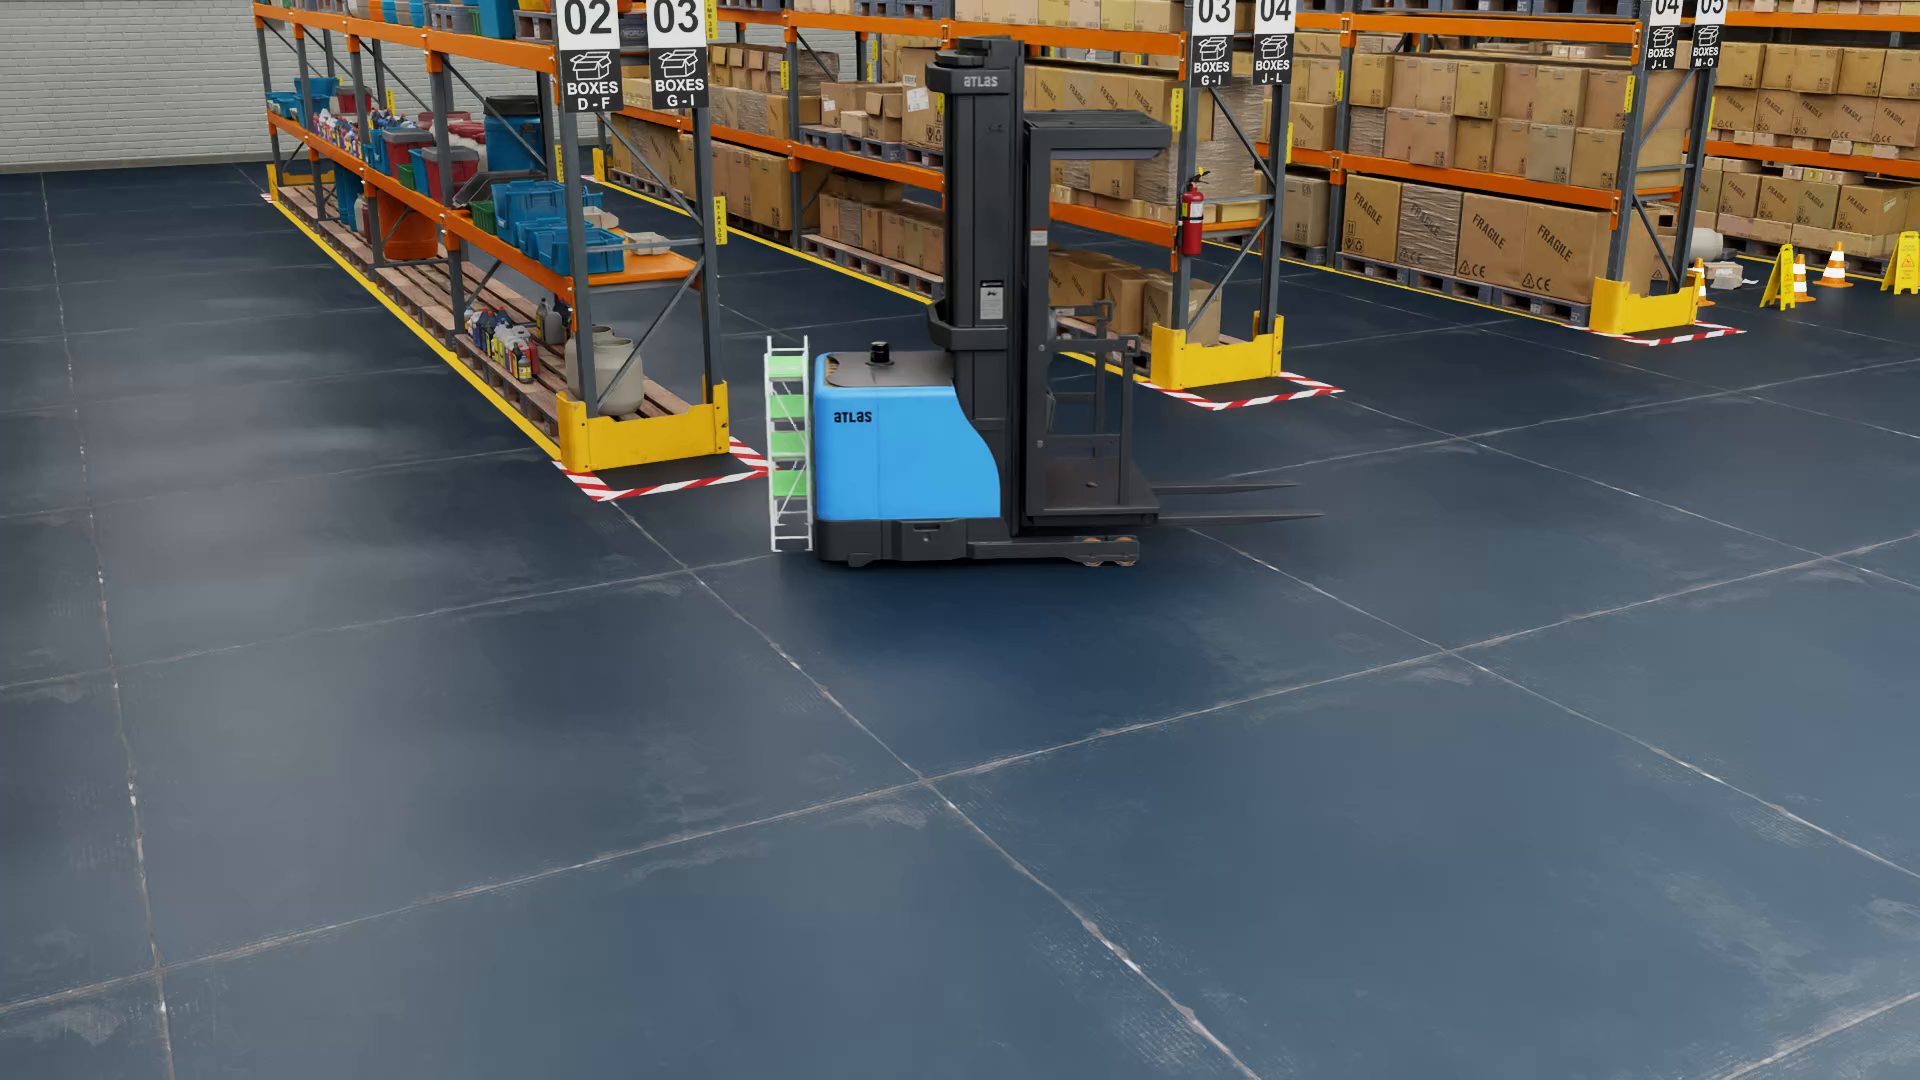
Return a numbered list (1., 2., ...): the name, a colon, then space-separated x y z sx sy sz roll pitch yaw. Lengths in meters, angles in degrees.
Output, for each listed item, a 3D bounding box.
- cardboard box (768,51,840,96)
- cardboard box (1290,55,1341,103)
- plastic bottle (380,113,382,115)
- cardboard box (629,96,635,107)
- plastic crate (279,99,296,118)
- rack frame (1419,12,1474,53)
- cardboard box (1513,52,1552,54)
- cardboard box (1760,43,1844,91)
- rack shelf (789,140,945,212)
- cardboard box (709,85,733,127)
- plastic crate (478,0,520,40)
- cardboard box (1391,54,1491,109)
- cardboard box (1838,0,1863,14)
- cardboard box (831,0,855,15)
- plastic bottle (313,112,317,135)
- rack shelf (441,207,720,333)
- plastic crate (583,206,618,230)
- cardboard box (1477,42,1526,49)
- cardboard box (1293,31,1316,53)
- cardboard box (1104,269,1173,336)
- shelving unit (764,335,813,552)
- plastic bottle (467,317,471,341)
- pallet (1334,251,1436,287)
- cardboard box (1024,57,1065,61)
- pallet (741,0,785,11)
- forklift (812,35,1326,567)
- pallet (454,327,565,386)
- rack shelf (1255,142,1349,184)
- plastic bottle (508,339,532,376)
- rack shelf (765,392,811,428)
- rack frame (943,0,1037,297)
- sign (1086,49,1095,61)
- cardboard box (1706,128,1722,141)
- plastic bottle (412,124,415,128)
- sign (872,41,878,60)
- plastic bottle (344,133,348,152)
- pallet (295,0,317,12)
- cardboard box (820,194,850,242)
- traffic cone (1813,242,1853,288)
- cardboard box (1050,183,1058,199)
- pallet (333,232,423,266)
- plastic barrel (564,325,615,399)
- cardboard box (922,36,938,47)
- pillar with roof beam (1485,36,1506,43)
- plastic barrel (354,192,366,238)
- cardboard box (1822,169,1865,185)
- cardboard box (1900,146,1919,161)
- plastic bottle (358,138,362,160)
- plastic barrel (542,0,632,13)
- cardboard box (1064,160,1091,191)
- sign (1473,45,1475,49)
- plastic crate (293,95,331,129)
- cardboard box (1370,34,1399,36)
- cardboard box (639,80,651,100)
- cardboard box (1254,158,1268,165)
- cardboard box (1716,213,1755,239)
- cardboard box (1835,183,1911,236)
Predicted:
1. cardboard box: -1.928 -5.796 20.637 0.797 0.503 0.637 -9 21 -25
2. cardboard box: 4.231 -5.462 19.674 0.700 0.500 0.500 -10 22 -28
3. plastic bottle: -7.208 -5.216 20.840 0.152 0.276 0.135 -10 21 -27
4. cardboard box: -4.784 -6.645 25.176 0.380 0.149 0.250 -11 22 -28
5. plastic crate: -9.157 -5.954 22.953 0.416 0.233 0.300 -10 21 -27
6. rack frame: 7.127 -6.597 24.650 1.000 3.000 0.127 -10 21 -27
7. cardboard box: 8.083 -6.604 23.419 0.500 0.500 0.500 -12 22 -30
8. cardboard box: 9.810 -5.515 19.374 0.700 0.500 0.500 -10 21 -27
9. rack shelf: -0.645 -4.147 18.655 1.077 0.370 4.000 -10 21 -27
10. cardboard box: -3.019 -5.799 22.184 0.500 0.500 0.500 -11 22 -28
11. plastic crate: -3.325 -3.909 12.288 0.392 0.384 0.575 -10 21 -27
12. cardboard box: 5.226 -4.983 18.088 0.875 0.550 0.550 -10 21 -27
13. cardboard box: 10.045 -5.954 18.573 0.380 0.149 0.250 -10 21 -27
14. cardboard box: -1.100 -5.941 18.381 0.500 0.250 0.500 -9 21 -26
15. plastic bottle: -8.055 -5.216 20.829 0.061 0.283 0.133 -10 21 -27
16. rack shelf: -3.105 -2.232 13.104 1.077 0.370 4.000 -10 21 -27
17. plastic crate: -3.060 -2.595 13.457 0.530 0.136 0.437 -10 21 -27
18. cardboard box: 9.627 -8.587 29.621 0.700 0.500 0.500 -9 21 -25
19. cardboard box: 5.449 -7.952 26.893 0.500 0.500 0.500 -10 21 -27
20. cardboard box: 1.608 -2.130 14.894 0.500 0.500 0.500 -4 20 -12
21. shelving unit: -1.022 -0.583 9.980 0.258 1.200 0.503 -1 19 -4
22. plastic bottle: -4.241 -1.843 14.489 0.097 0.201 0.097 0 19 0
23. pallet: 5.010 -3.104 18.804 1.003 0.211 1.213 -10 21 -27
24. cardboard box: 0.760 -4.487 16.395 0.500 0.500 0.500 -10 21 -27
25. pallet: -1.947 -6.567 20.255 1.213 0.211 1.003 -9 21 -24
26. forklift: 0.646 -1.401 9.697 3.031 2.935 1.130 -1 19 -4
27. pallet: -3.772 -1.629 14.528 1.003 0.211 1.213 -10 21 -27
28. rack shelf: 3.768 -4.887 20.798 1.077 0.370 4.000 -10 21 -27
29. plastic bottle: -3.508 -1.454 13.249 0.152 0.276 0.135 -10 21 -26
30. rack shelf: -1.022 -0.749 9.923 0.258 0.148 0.480 -1 19 -4
31. rack frame: 0.305 -3.913 16.874 1.000 3.000 0.127 -10 21 -27
32. sign: 2.884 -10.883 37.217 0.329 0.494 0.001 -10 21 -27
33. cardboard box: 9.299 -4.977 20.342 0.380 0.149 0.250 -9 21 -25
34. plastic bottle: -6.345 -4.711 19.382 0.097 0.271 0.097 0 19 0
35. sign: -1.458 -8.423 28.615 0.100 0.325 0.005 -10 21 -27
36. plastic bottle: -6.993 -4.548 19.019 0.097 0.201 0.097 0 19 0
37. pallet: -7.395 -6.562 20.239 1.213 0.211 1.003 -10 21 -27
38. cardboard box: -1.259 -3.899 19.989 0.700 0.500 0.500 -11 22 -30
39. traffic cone: 9.586 -3.025 18.187 0.336 0.463 0.334 -10 21 -27
40. cardboard box: 1.025 -3.193 15.172 0.380 0.149 0.250 -10 21 -27
41. pallet: -6.940 -3.546 20.084 1.003 0.211 1.213 -10 21 -27
42. plastic barrel: -2.773 -1.341 12.590 0.421 0.512 0.421 0 19 0
43. cardboard box: -0.283 -8.146 26.997 0.500 0.500 0.500 -11 22 -28
44. pillar with roof beam: 6.268 -11.023 28.282 9.100 9.000 0.400 -10 21 -27
45. plastic barrel: -7.084 -3.927 20.084 0.421 0.512 0.421 0 19 0
46. cardboard box: 10.082 -4.145 18.971 0.380 0.149 0.250 -9 21 -25
47. cardboard box: 10.560 -4.256 18.251 0.380 0.149 0.250 -9 21 -25
48. plastic bottle: -6.521 -4.289 18.142 0.061 0.283 0.133 -10 21 -27
49. plastic barrel: -2.497 -3.937 11.042 0.600 0.830 0.708 -10 21 -27
50. cardboard box: 1.425 -3.390 14.749 0.875 0.500 0.500 -10 21 -27
51. sign: 7.600 -7.193 24.726 0.100 0.325 0.005 -10 21 -27
52. plastic crate: -8.375 -5.545 21.534 0.392 0.384 0.575 -10 21 -27
53. cardboard box: 6.631 -7.588 25.836 0.500 0.500 0.500 -9 21 -25
54. cardboard box: -4.425 -6.660 24.609 0.500 0.250 0.500 -10 21 -26
55. cardboard box: 3.446 -4.497 21.370 1.050 0.750 0.750 -10 21 -26
56. cardboard box: 9.586 -3.833 20.211 0.500 0.250 0.500 -10 22 -27
57. cardboard box: 10.315 -3.743 18.802 0.500 0.500 0.500 -10 21 -26
